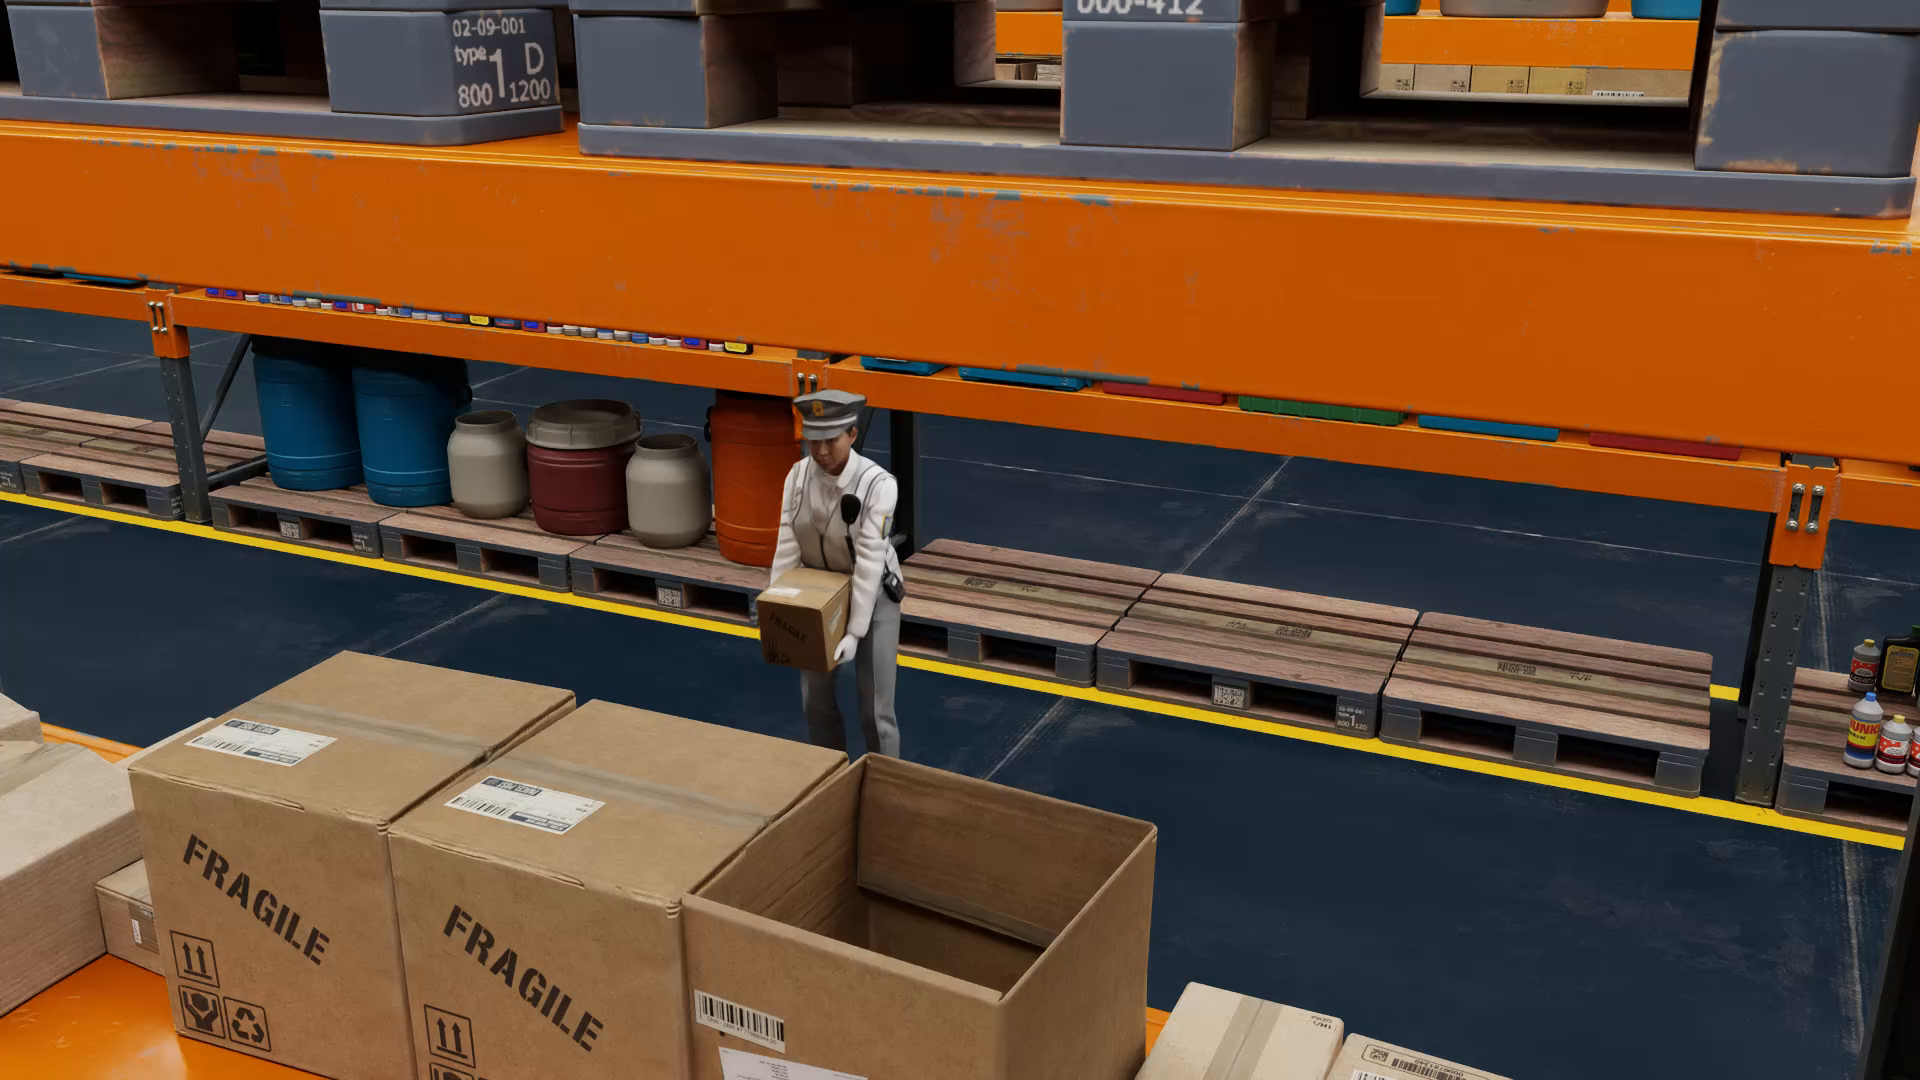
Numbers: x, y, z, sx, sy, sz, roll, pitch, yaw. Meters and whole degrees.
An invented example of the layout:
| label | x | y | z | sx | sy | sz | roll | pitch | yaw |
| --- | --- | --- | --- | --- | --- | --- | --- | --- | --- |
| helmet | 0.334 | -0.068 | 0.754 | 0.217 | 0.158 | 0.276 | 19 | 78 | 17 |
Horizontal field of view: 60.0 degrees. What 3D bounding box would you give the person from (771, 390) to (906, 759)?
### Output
| label | x | y | z | sx | sy | sz | roll | pitch | yaw |
| --- | --- | --- | --- | --- | --- | --- | --- | --- | --- |
| person | -0.421 | 0.272 | 5.822 | 0.414 | 1.648 | 0.549 | 8 | 21 | 22 |
